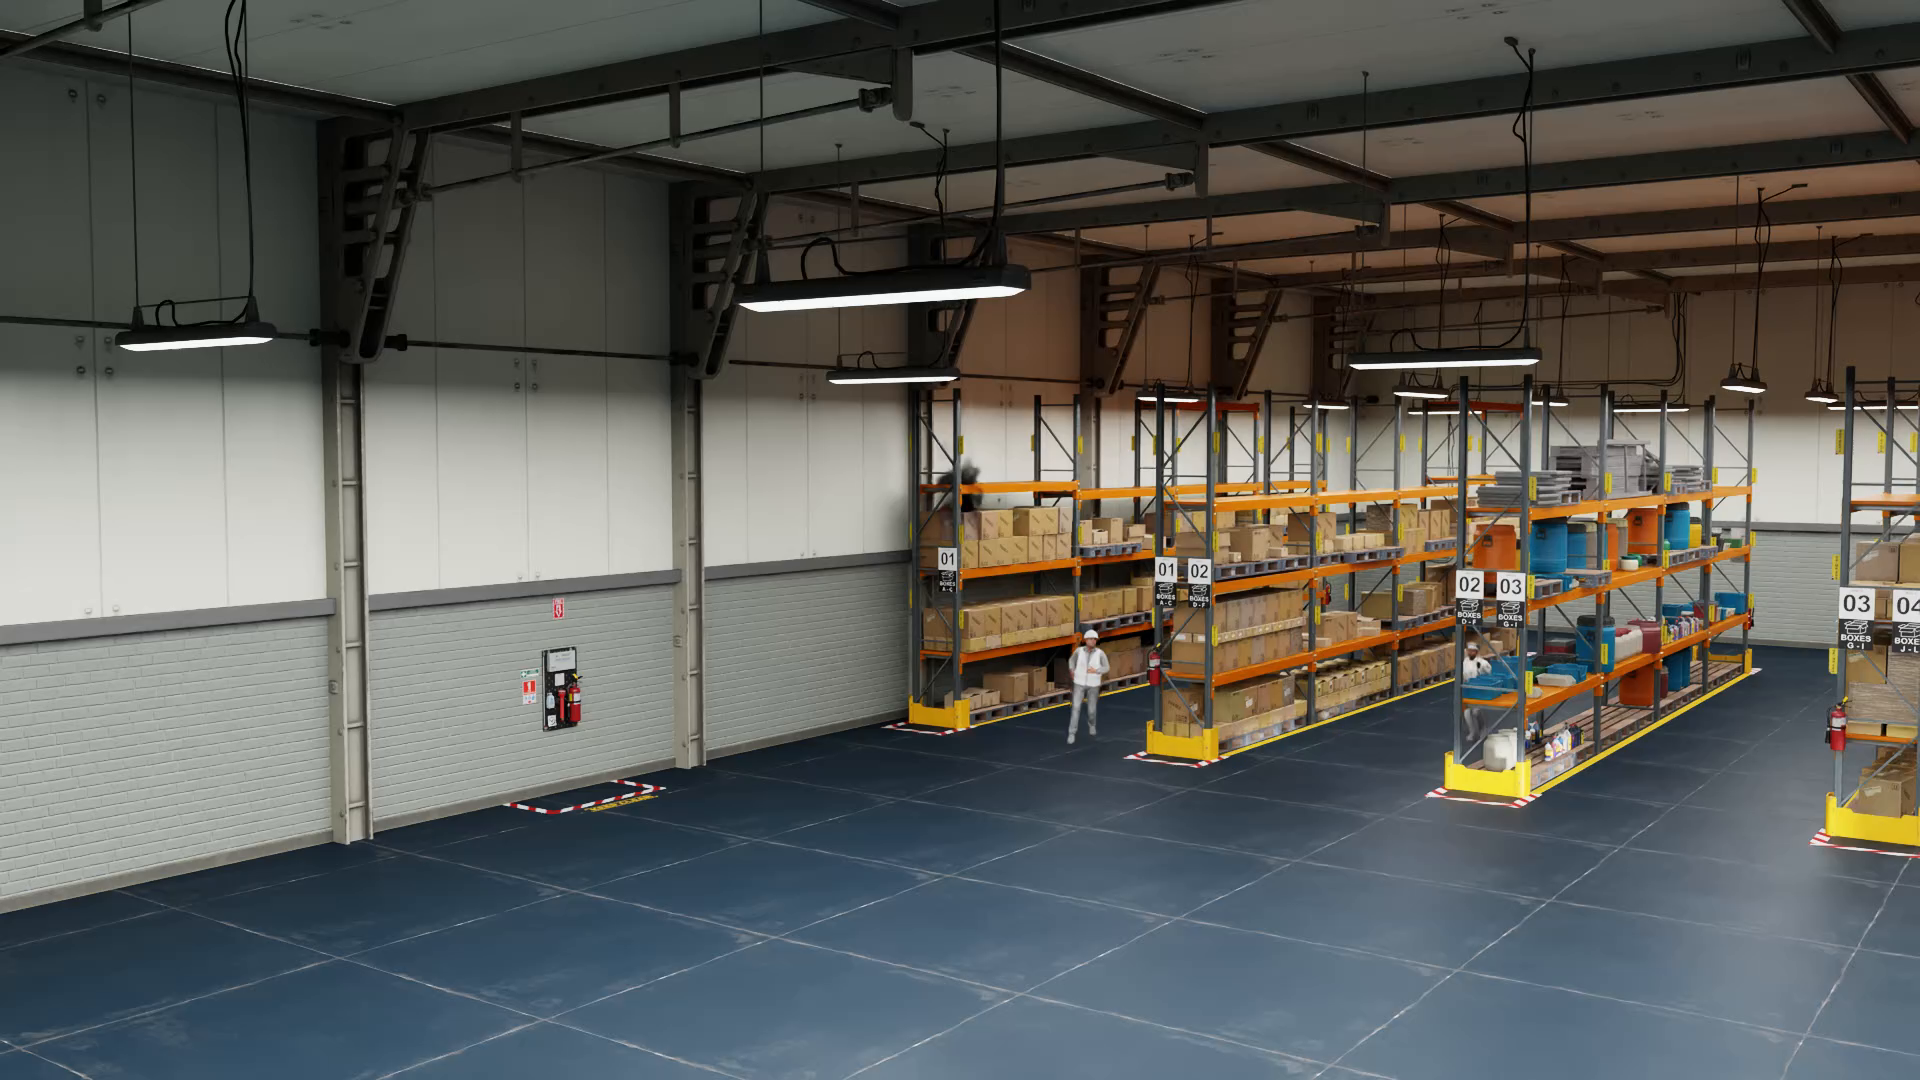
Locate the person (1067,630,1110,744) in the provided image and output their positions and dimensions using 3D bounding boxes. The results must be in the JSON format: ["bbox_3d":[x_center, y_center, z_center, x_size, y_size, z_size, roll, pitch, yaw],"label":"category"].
[{"bbox_3d":[2.067,2.339,26.757,0.678,1.772,0.851,0,3,7],"label":"person"}]

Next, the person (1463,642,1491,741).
[{"bbox_3d":[8.662,2.560,28.065,0.577,1.682,0.629,2,4,32],"label":"person"}]
